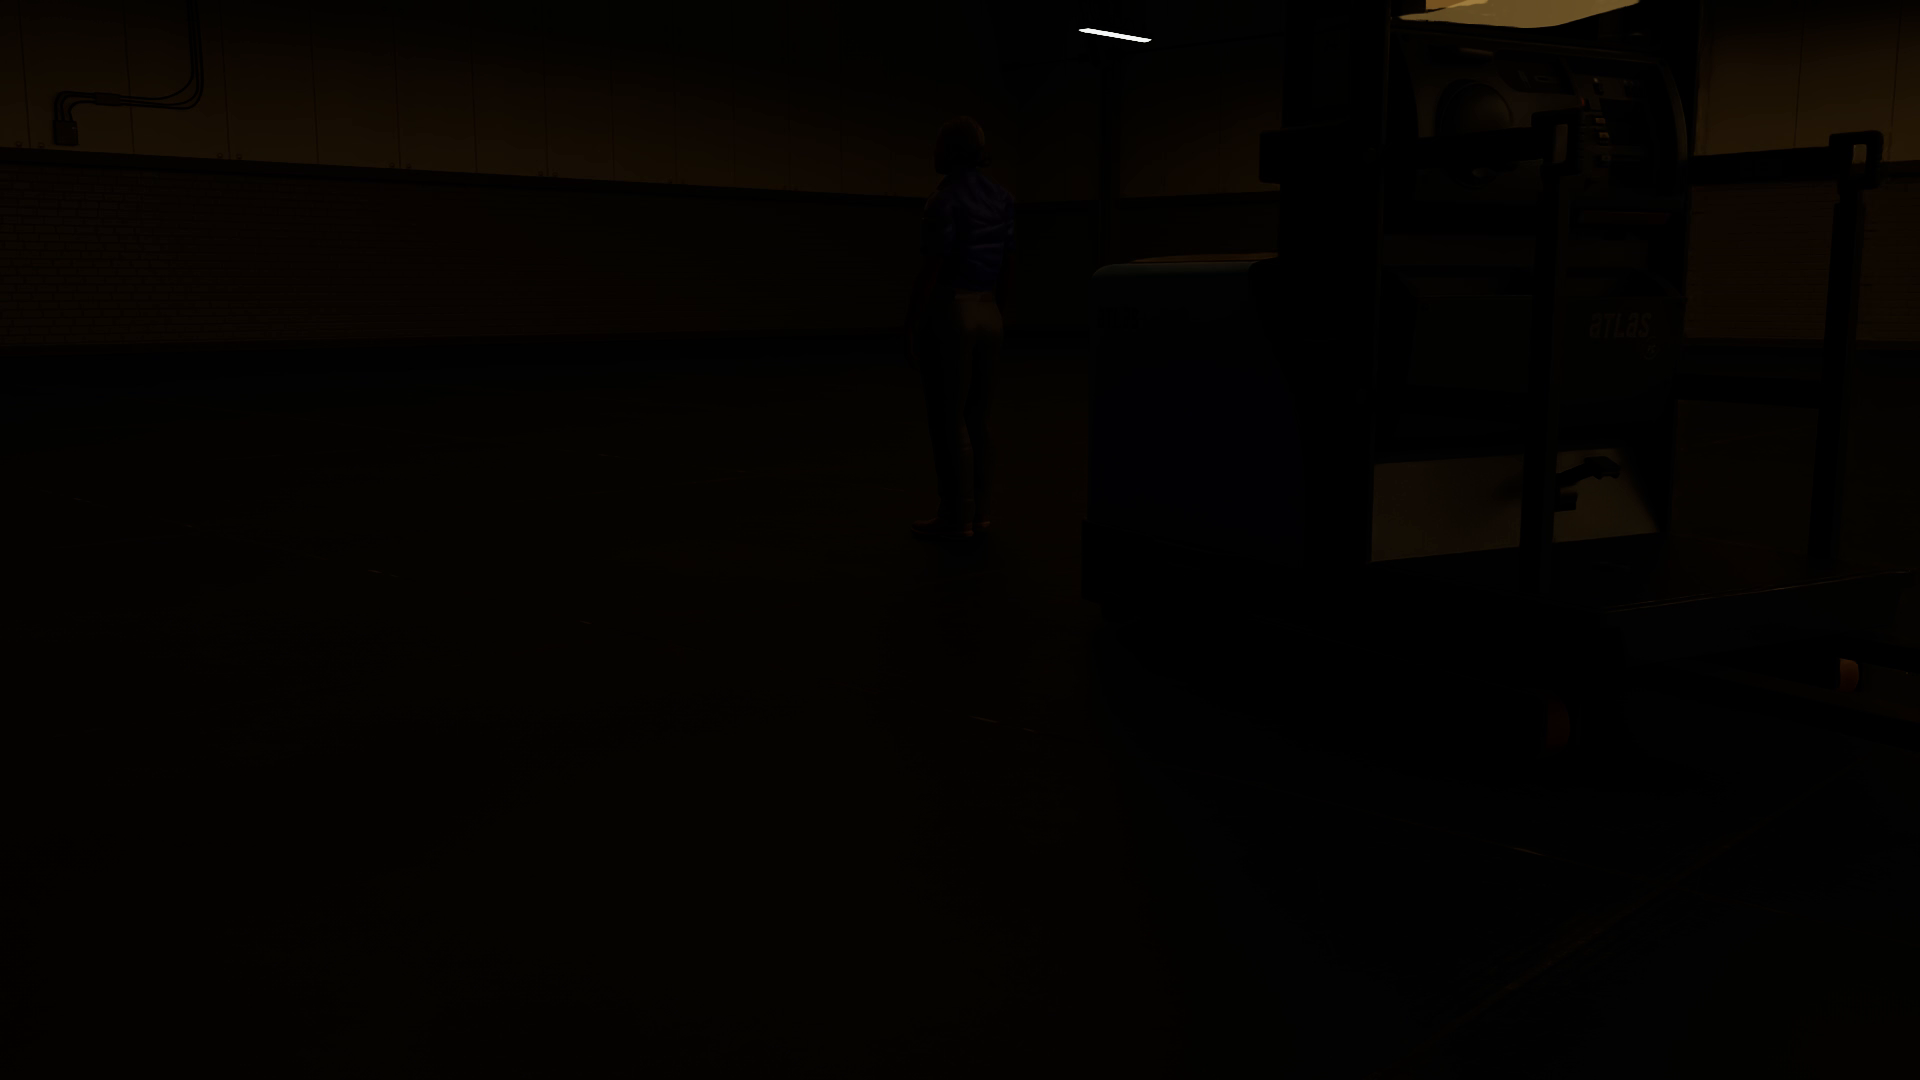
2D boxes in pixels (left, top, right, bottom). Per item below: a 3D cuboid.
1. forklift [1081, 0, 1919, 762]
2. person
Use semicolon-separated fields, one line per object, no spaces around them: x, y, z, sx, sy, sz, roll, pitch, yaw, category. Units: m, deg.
1.526;-1.051;3.851;1.130;2.935;3.031;-5;10;-29;forklift
-0.050;-0.836;6.667;0.503;1.656;0.570;8;12;43;person
